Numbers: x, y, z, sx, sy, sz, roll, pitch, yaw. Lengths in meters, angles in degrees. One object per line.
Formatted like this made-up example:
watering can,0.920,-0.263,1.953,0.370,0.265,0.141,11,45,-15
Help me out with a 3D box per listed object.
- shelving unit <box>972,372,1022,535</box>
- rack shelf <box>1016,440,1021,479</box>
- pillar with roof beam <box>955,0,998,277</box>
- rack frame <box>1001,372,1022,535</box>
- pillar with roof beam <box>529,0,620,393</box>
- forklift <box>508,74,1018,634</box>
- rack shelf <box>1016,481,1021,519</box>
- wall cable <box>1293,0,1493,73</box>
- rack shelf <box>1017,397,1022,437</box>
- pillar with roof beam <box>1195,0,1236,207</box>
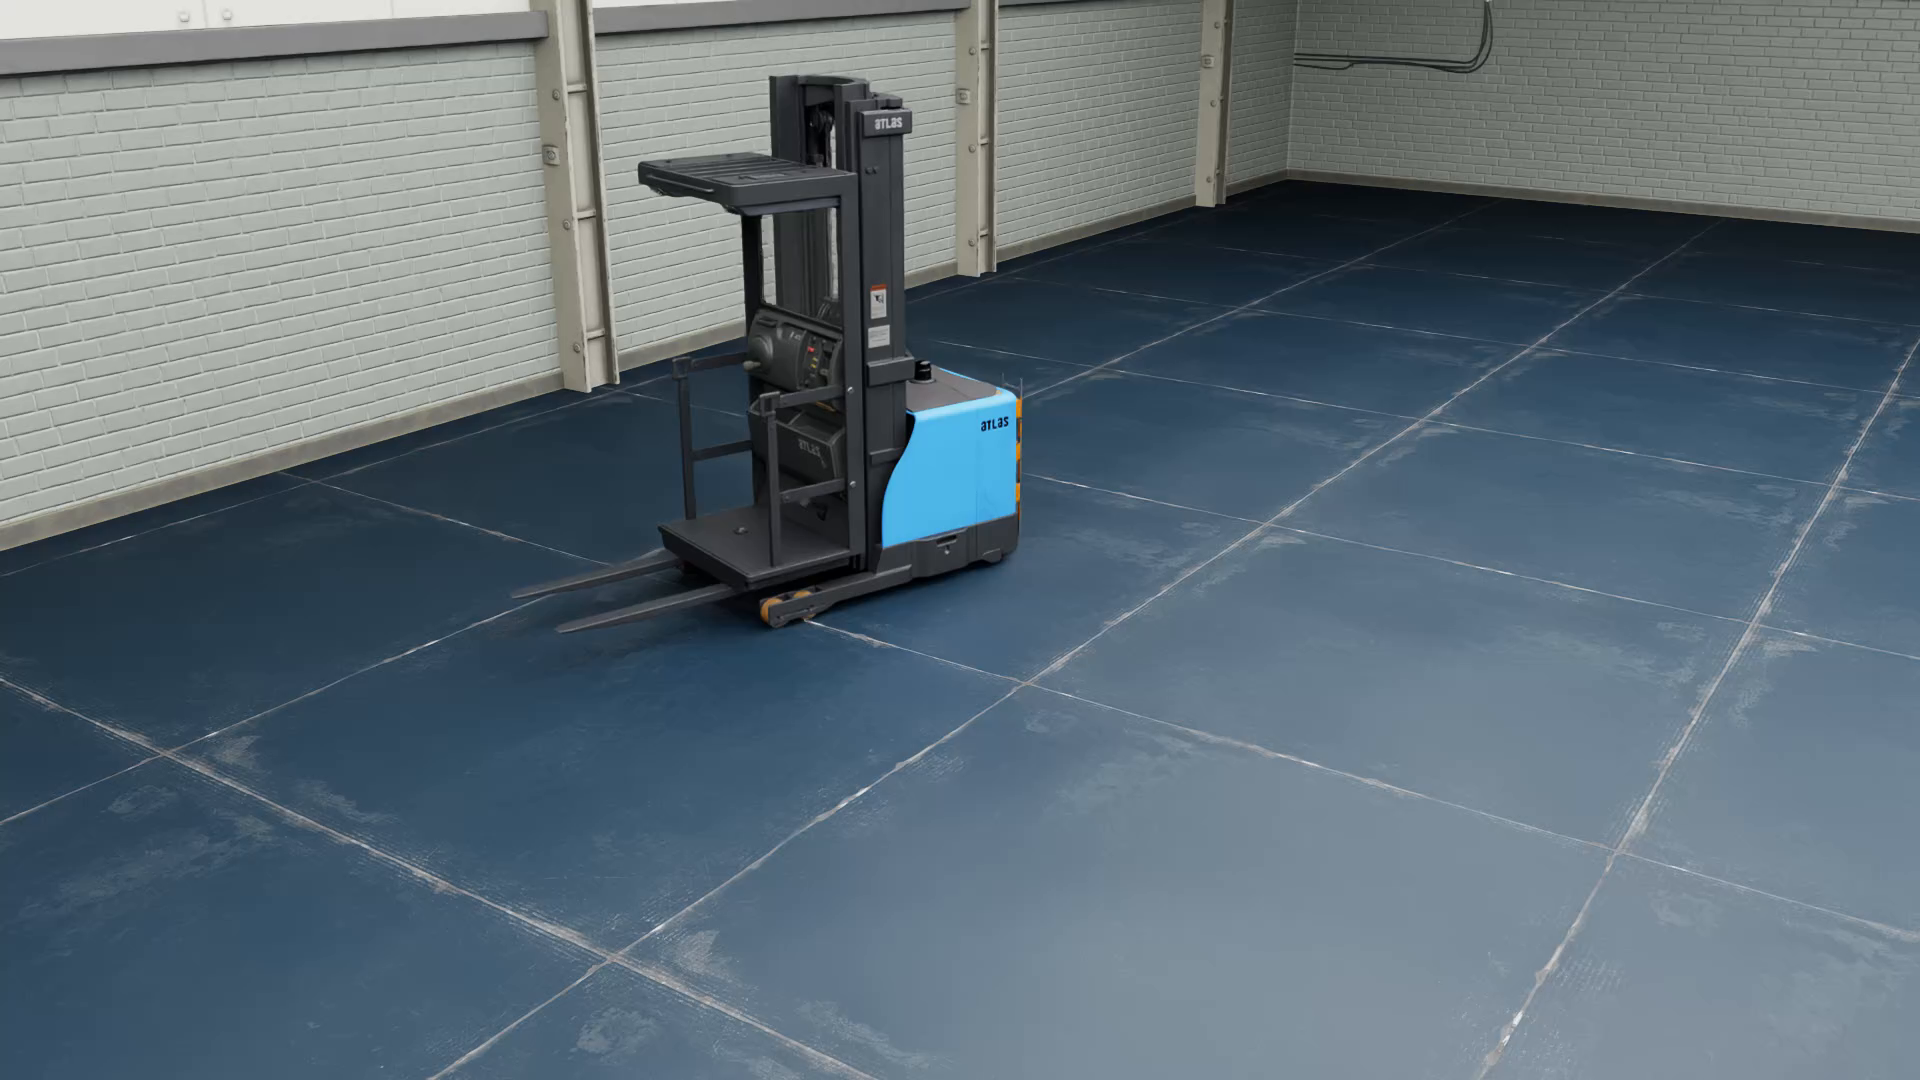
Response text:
shelving unit,0.232,-0.530,10.685,0.252,1.050,0.215,-15,25,-35
rack shelf,0.232,-0.520,10.689,0.240,0.259,0.215,-15,25,-35
pillar with roof beam,3.742,-6.442,15.210,9.100,9.000,0.400,13,24,32
rack frame,0.329,-0.556,10.754,0.008,1.050,0.200,-15,25,-35
pillar with roof beam,0.370,-4.721,10.556,9.100,9.000,0.400,13,24,32
forklift,-1.120,-1.085,9.473,3.031,2.935,1.130,-15,25,-35
rack shelf,0.232,-0.260,10.785,0.240,0.259,0.215,-15,25,-35
wall cable,6.305,-8.134,24.260,3.097,2.526,0.112,13,24,32
rack shelf,0.232,-0.786,10.590,0.240,0.259,0.215,-15,25,-35
pillar with roof beam,7.115,-8.164,19.864,9.100,9.000,0.400,13,24,32
